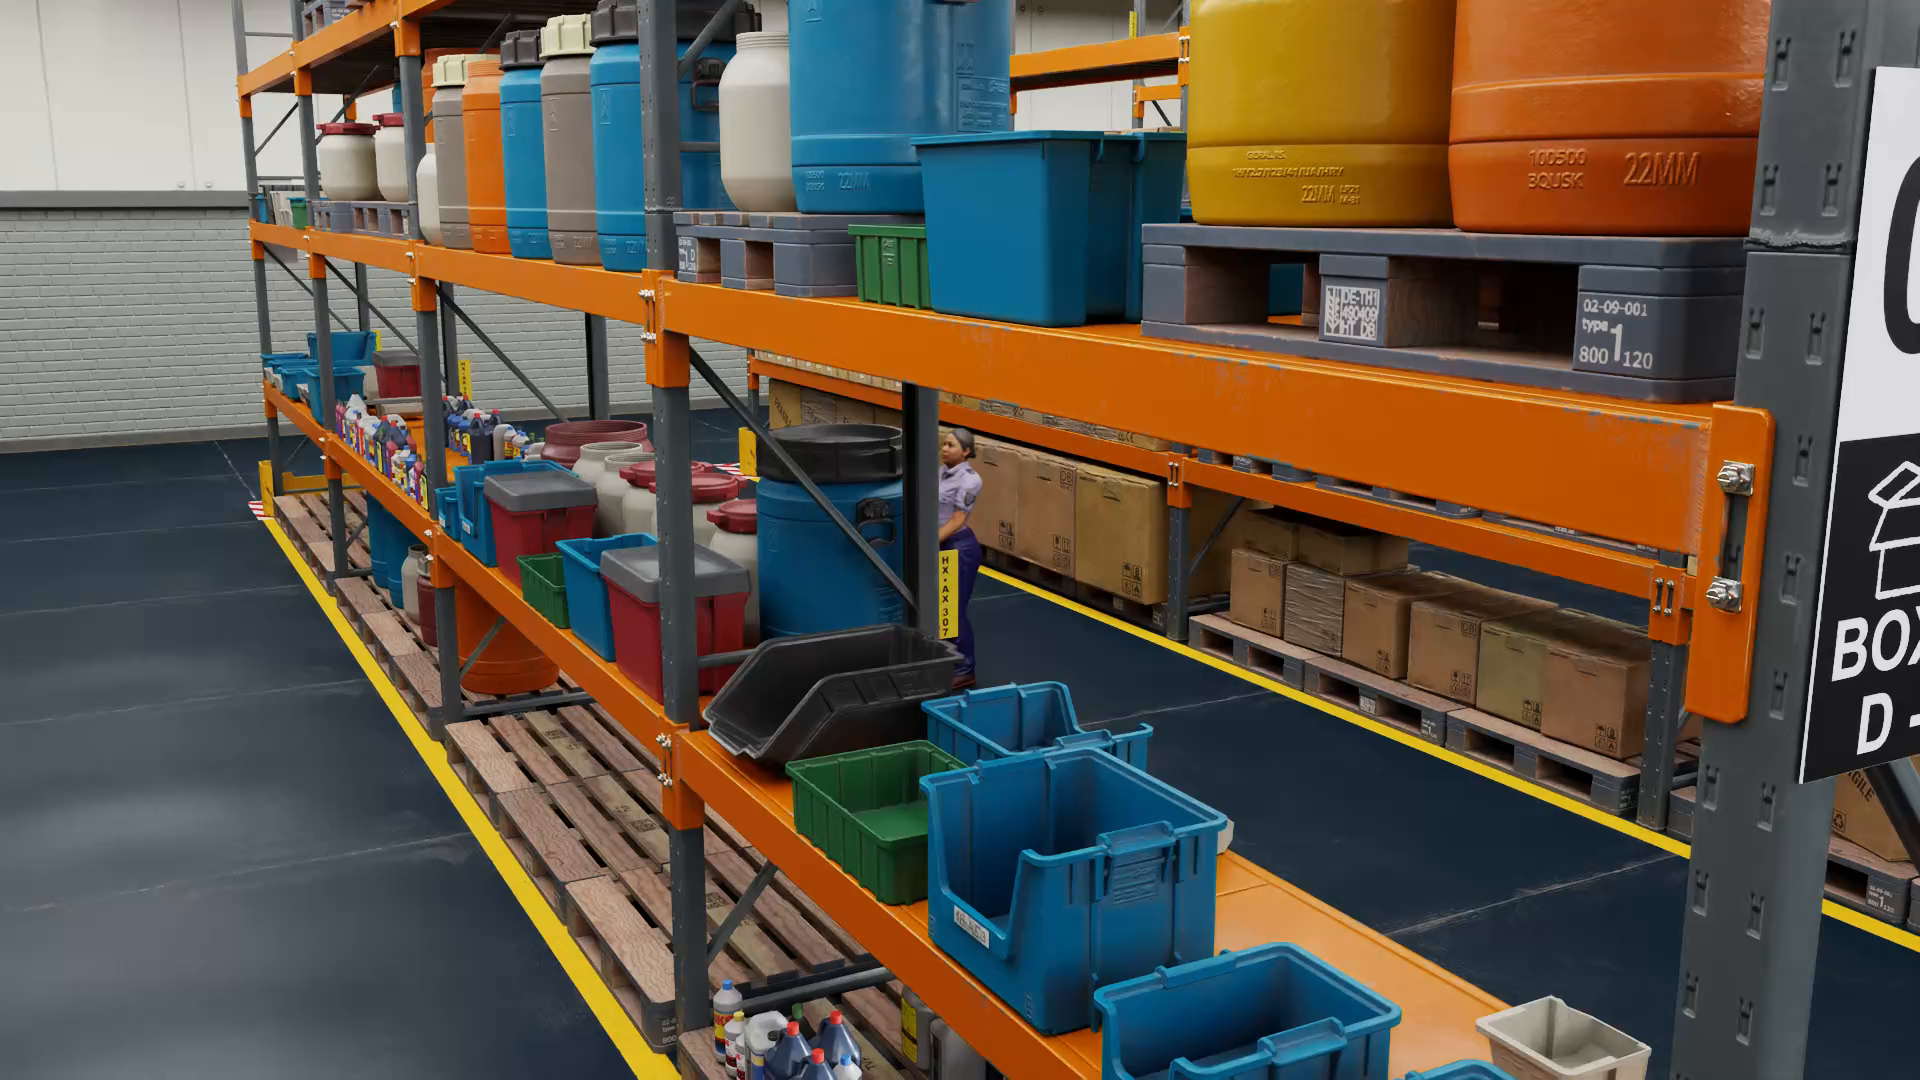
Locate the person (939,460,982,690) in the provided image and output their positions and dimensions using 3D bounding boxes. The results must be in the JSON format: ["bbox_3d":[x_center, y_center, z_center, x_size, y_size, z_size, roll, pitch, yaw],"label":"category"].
[{"bbox_3d":[-0.067,0.206,10.524,0.362,1.432,0.451,-6,13,-28],"label":"person"}]
